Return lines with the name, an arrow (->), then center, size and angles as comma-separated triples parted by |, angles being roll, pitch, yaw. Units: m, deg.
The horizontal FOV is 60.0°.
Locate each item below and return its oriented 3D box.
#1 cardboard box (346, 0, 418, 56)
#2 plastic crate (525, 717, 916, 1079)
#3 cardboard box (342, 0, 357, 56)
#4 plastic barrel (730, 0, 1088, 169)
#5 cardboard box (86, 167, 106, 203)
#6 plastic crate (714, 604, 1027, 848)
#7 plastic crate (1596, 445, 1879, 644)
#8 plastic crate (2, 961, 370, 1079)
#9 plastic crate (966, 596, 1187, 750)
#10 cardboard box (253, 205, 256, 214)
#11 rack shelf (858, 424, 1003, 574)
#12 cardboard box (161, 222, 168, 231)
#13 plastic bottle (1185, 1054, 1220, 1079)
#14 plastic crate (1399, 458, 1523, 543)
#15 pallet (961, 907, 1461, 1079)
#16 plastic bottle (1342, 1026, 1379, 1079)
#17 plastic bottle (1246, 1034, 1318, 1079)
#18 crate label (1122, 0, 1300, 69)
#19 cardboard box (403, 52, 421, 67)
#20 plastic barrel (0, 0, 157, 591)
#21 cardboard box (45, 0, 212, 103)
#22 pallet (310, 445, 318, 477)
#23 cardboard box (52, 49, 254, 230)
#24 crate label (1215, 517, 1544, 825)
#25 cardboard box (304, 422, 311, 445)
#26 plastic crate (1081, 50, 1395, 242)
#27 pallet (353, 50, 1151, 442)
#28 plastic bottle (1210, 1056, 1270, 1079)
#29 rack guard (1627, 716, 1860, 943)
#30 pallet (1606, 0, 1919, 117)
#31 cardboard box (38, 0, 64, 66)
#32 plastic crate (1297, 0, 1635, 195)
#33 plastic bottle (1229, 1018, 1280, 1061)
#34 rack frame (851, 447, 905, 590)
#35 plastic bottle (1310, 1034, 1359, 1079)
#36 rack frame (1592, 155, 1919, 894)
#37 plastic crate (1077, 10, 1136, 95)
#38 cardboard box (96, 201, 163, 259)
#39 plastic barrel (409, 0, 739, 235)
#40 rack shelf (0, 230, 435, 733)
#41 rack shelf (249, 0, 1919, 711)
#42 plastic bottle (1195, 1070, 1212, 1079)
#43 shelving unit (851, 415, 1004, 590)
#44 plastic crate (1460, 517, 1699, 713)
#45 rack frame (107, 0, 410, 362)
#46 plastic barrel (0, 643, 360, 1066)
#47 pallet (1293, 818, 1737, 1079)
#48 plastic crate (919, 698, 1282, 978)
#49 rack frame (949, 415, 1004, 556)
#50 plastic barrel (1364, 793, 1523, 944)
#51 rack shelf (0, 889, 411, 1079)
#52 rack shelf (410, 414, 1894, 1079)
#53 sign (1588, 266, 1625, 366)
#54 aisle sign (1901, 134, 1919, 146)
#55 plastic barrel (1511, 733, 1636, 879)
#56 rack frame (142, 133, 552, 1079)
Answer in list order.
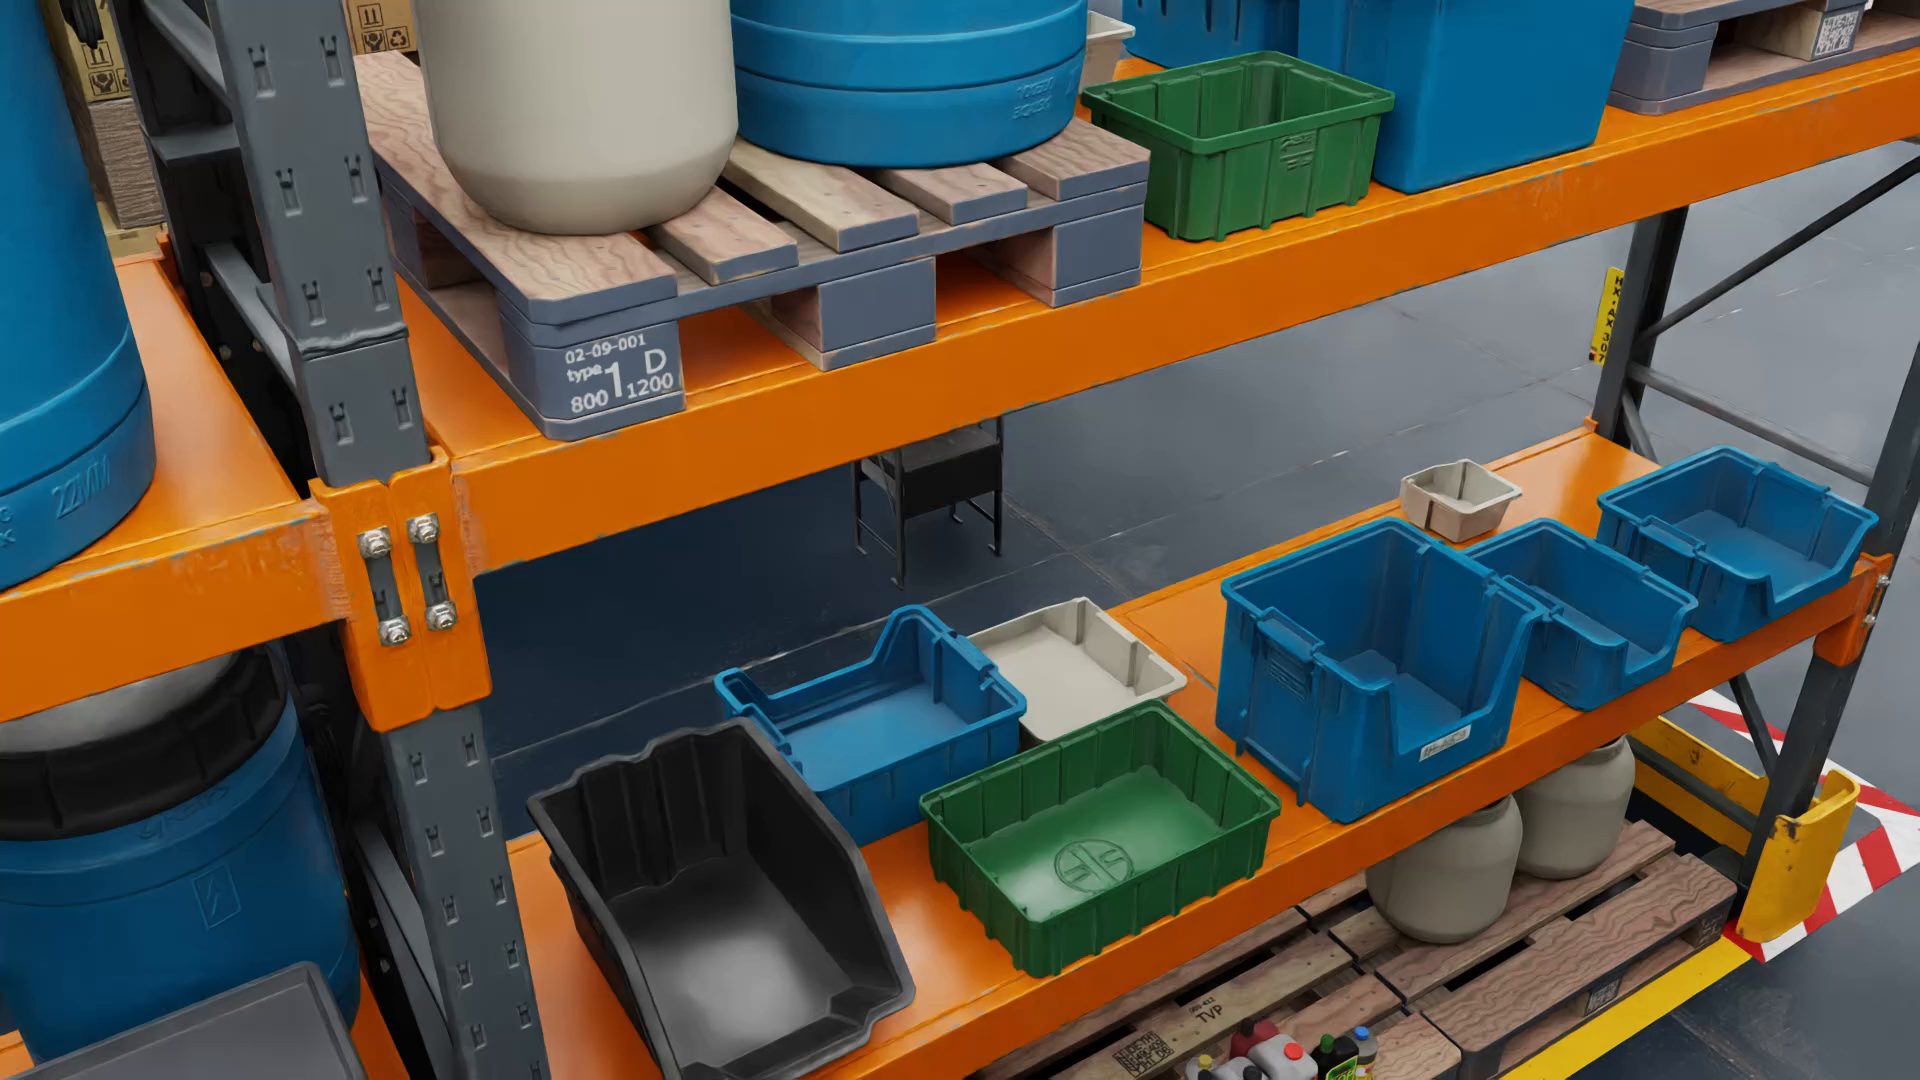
cardboard box -> -2.320, -2.302, 6.777 | 0.500, 0.500, 0.500 | -19, 37, -27
plastic crate -> -0.483, 0.748, 3.311 | 0.504, 0.338, 0.767 | -19, 37, -27
cardboard box -> -2.740, -2.157, 6.549 | 0.500, 0.500, 0.500 | -19, 37, -27
plastic barrel -> -0.097, -1.082, 2.479 | 0.708, 0.901, 0.600 | -19, 37, -27
cardboard box -> -3.654, -1.493, 7.040 | 0.250, 0.149, 0.380 | -19, 37, -27
plastic crate -> -0.209, 0.437, 3.885 | 0.616, 0.251, 0.499 | -19, 37, -27
plastic crate -> 2.111, 0.002, 4.575 | 0.616, 0.251, 0.499 | -19, 37, -27
plastic crate -> -1.233, 1.066, 2.688 | 0.583, 0.464, 0.402 | -19, 37, -27
plastic crate -> 0.236, 0.345, 4.139 | 0.437, 0.136, 0.530 | -19, 37, -27
cardboard box -> -2.920, -1.377, 6.857 | 0.250, 0.149, 0.380 | -19, 37, -27
rack shelf -> -0.139, -0.237, 6.995 | 0.480, 0.518, 0.431 | -19, 37, -27
cardboard box -> -3.115, -1.292, 6.723 | 0.250, 0.149, 0.380 | -19, 37, -27
plastic bottle -> 0.637, 1.435, 4.374 | 0.097, 0.201, 0.097 | 0, 32, 0
plastic crate -> 1.443, -0.114, 4.867 | 0.250, 0.136, 0.298 | -19, 37, -27
pallet -> 0.621, 1.465, 4.729 | 1.213, 0.211, 1.003 | -19, 37, -27
plastic bottle -> 1.064, 1.385, 4.454 | 0.097, 0.201, 0.097 | 0, 32, 0
plastic bottle -> 0.837, 1.414, 4.338 | 0.135, 0.276, 0.152 | -19, 37, -27
crate label -> 0.618, -1.153, 3.594 | 0.408, 0.251, 0.502 | -19, 37, -27
cardboard box -> -2.459, -1.994, 7.227 | 0.500, 0.500, 0.875 | -19, 37, -27
plastic barrel -> -1.302, -0.420, 1.823 | 0.708, 0.901, 0.600 | -19, 37, -27
cardboard box -> -3.160, -2.012, 6.318 | 0.500, 0.500, 0.500 | -19, 37, -27
pallet -> -3.130, -0.436, 7.743 | 1.213, 0.211, 1.003 | -19, 37, -27
cardboard box -> -3.264, -1.675, 6.722 | 0.500, 0.500, 0.875 | -19, 37, -27
crate label -> 0.970, 0.298, 3.933 | 0.616, 0.435, 0.502 | -19, 37, -27
cardboard box -> -2.840, -0.792, 7.643 | 0.500, 0.500, 0.500 | -8, 33, -12
plastic crate -> 0.482, -0.697, 2.931 | 0.450, 0.188, 0.336 | -19, 37, -27
pallet -> -0.439, -0.625, 2.795 | 1.003, 0.211, 1.213 | -19, 37, -27
plastic bottle -> 0.721, 1.454, 4.274 | 0.135, 0.276, 0.152 | -20, 37, -29
rack guard -> 2.332, 0.760, 5.576 | 0.348, 0.500, 1.175 | -19, 37, -27
pallet -> 1.622, -1.334, 3.918 | 1.213, 0.211, 1.003 | -19, 37, -27
cardboard box -> -3.446, -2.249, 6.695 | 0.500, 0.500, 0.500 | -19, 37, -27
plastic crate -> 0.930, -0.916, 3.094 | 0.575, 0.384, 0.392 | -19, 37, -27
plastic bottle -> 0.779, 1.363, 4.411 | 0.133, 0.283, 0.061 | -19, 37, -27
rack frame -> -0.344, -0.770, 6.502 | 0.015, 2.100, 0.400 | -19, 37, -27
plastic bottle -> 0.976, 1.392, 4.365 | 0.133, 0.283, 0.061 | -18, 36, -26
rack frame -> 2.370, -0.340, 4.978 | 0.127, 3.000, 1.000 | -19, 37, -27
plastic crate -> 0.138, -0.986, 3.438 | 0.396, 0.136, 0.243 | -19, 37, -27
cardboard box -> -3.332, -1.226, 6.618 | 0.250, 0.149, 0.380 | -19, 37, -27
plastic barrel -> -0.524, -0.714, 2.260 | 0.421, 0.512, 0.421 | 0, 32, 0
rack shelf -> -2.673, 0.430, 1.620 | 4.000, 0.370, 1.077 | -19, 37, -27
rack shelf -> 0.689, -0.726, 3.453 | 4.000, 0.370, 1.077 | -19, 37, -27
plastic bottle -> 0.584, 1.472, 4.176 | 0.185, 0.351, 0.144 | -17, 36, -25
shelving unit -> -0.139, -0.840, 6.614 | 0.503, 2.100, 0.431 | -19, 37, -27
plastic crate -> 1.562, 0.187, 4.282 | 0.408, 0.251, 0.499 | -19, 37, -27
rack frame -> -0.992, -1.721, 1.544 | 0.127, 3.000, 1.000 | -19, 37, -27
plastic barrel -> -1.481, 0.580, 3.049 | 0.708, 0.901, 0.600 | -19, 37, -27
pallet -> 1.646, 1.115, 5.285 | 1.213, 0.211, 1.003 | -19, 37, -27
plastic crate -> 0.302, 0.640, 3.623 | 0.662, 0.188, 0.450 | -19, 37, -27
rack frame -> 0.066, -0.911, 6.726 | 0.015, 2.100, 0.400 | -19, 37, -27
plastic barrel -> 1.437, 0.904, 4.944 | 0.421, 0.512, 0.421 | 0, 32, 0
rack shelf -> -2.673, 1.698, 2.420 | 4.000, 0.370, 1.077 | -19, 37, -27
rack shelf -> 0.689, 0.542, 4.253 | 4.000, 0.370, 1.077 | -19, 37, -27
sign -> 2.076, -0.705, 5.297 | 0.005, 0.325, 0.100 | -19, 37, -27
aisle sign -> 2.591, -1.327, 4.106 | 0.004, 0.787, 0.394 | -19, 37, -27
plastic barrel -> 1.858, 0.759, 5.174 | 0.421, 0.512, 0.421 | 0, 32, 0
rack frame -> -0.992, 0.816, 3.145 | 0.127, 3.000, 1.000 | -19, 37, -27
